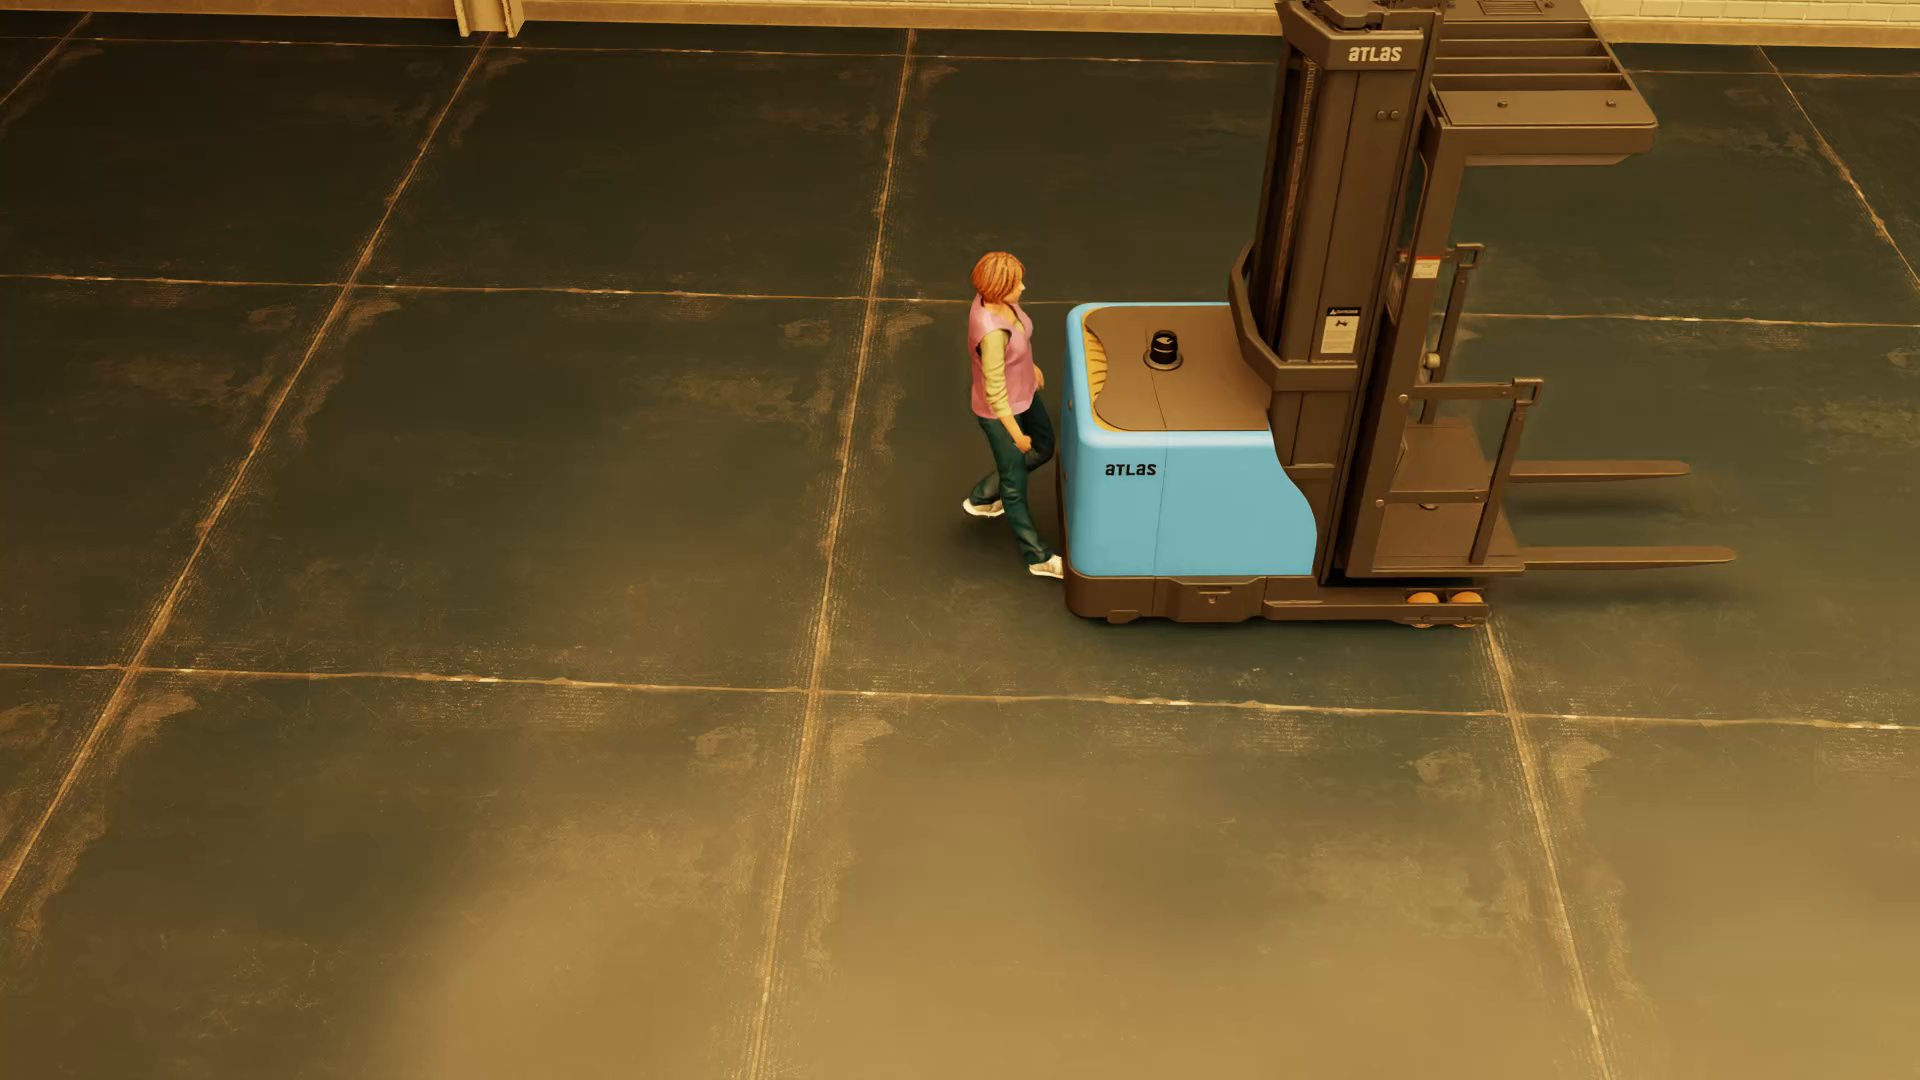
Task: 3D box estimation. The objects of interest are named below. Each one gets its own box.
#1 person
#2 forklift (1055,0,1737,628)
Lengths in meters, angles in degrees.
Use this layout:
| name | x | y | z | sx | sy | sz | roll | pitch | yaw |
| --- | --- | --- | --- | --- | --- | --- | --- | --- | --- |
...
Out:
| name | x | y | z | sx | sy | sz | roll | pitch | yaw |
| --- | --- | --- | --- | --- | --- | --- | --- | --- | --- |
| person | 0.332 | -0.596 | 7.426 | 0.634 | 1.522 | 0.593 | 10 | 43 | 11 |
| forklift | 1.986 | -1.047 | 6.890 | 3.031 | 2.935 | 1.130 | 0 | 42 | 0 |
